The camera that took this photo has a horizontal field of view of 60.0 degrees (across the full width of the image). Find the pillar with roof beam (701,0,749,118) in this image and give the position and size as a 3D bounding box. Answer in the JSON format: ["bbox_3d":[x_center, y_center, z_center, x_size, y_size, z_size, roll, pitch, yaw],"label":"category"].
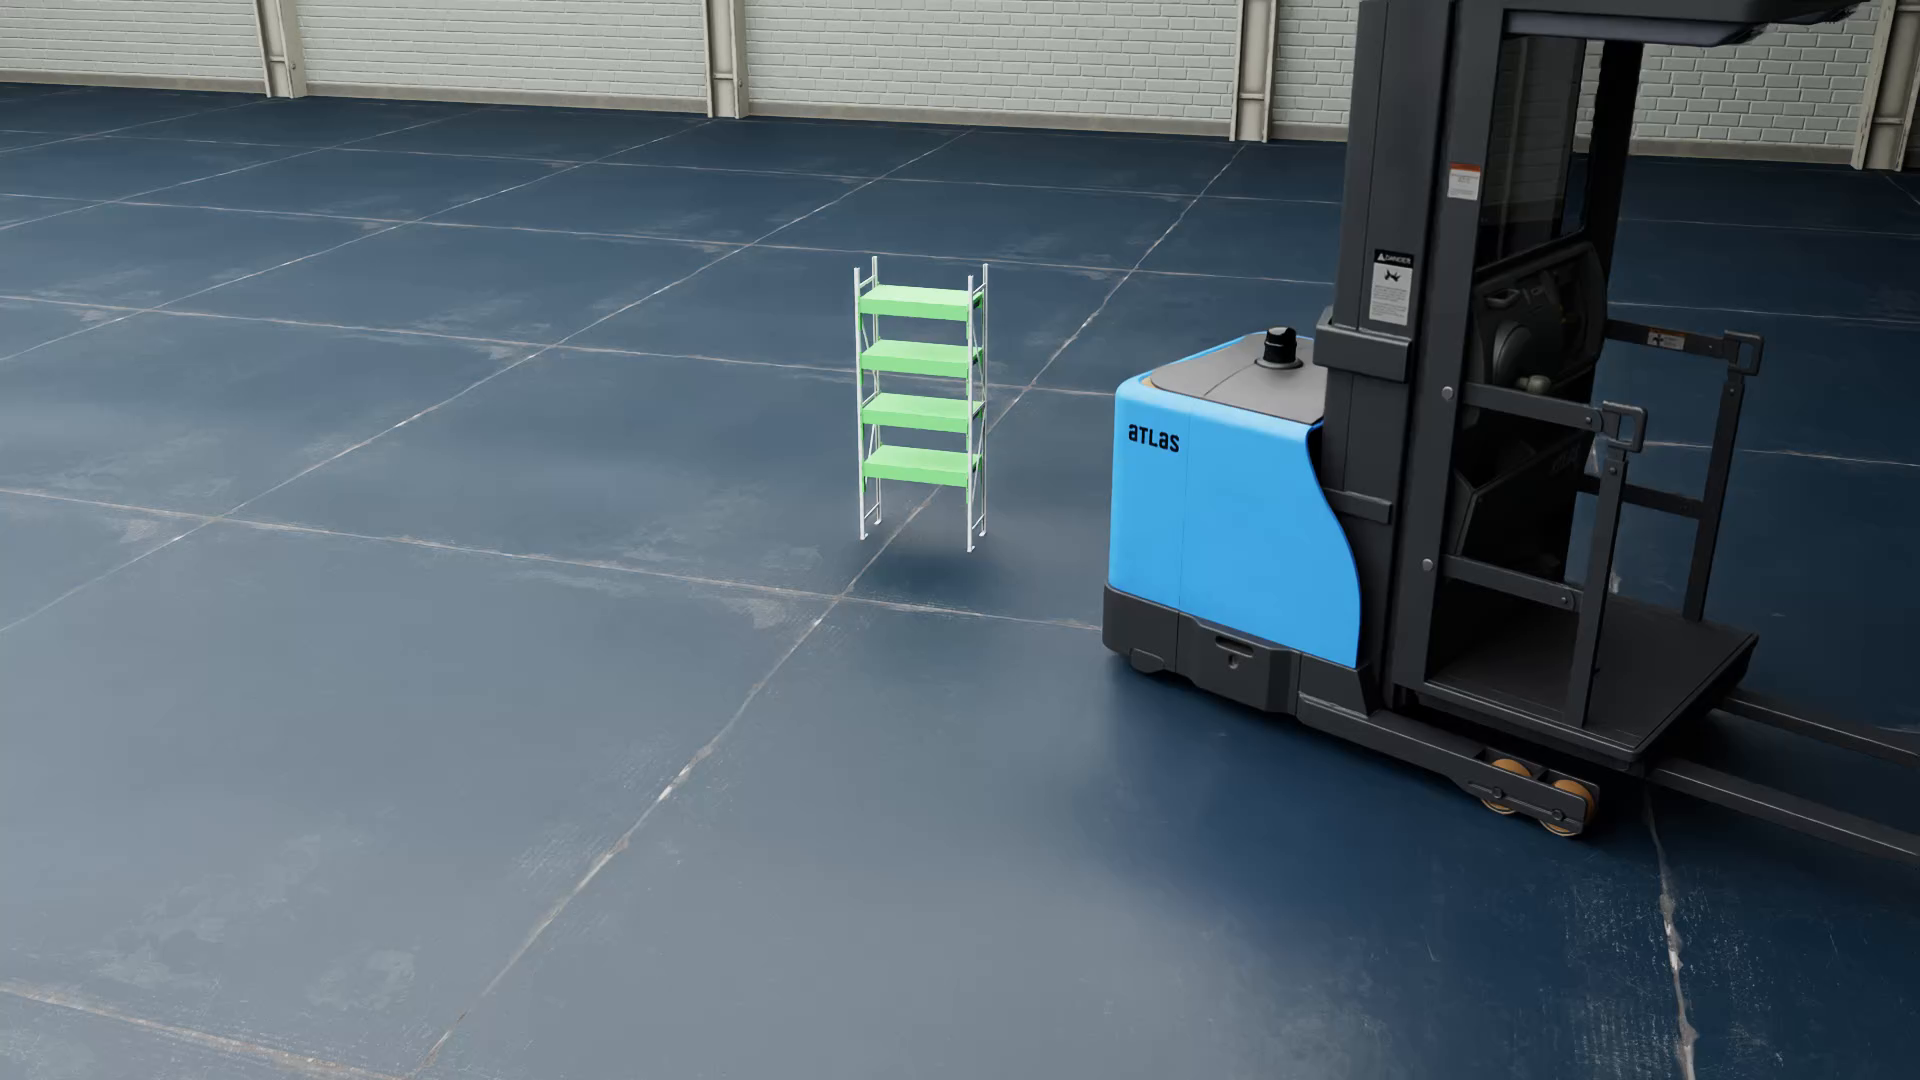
[{"bbox_3d":[-3.914,-7.502,13.701,0.400,9.000,9.100,7,23,16],"label":"pillar with roof beam"}]

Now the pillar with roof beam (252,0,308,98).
[{"bbox_3d":[-9.658,-8.159,15.304,0.400,9.000,9.100,7,23,16],"label":"pillar with roof beam"}]

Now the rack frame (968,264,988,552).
[{"bbox_3d":[0.075,-0.547,7.021,0.015,1.200,0.240,7,23,16],"label":"rack frame"}]

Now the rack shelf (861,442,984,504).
[{"bbox_3d":[-0.158,-0.292,7.202,0.480,0.148,0.258,7,23,16],"label":"rack shelf"}]

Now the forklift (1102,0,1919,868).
[{"bbox_3d":[1.967,-0.679,5.063,3.031,2.935,1.130,18,29,38],"label":"forklift"}]

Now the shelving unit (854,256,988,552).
[{"bbox_3d":[-0.158,-0.573,7.087,0.503,1.200,0.258,7,23,16],"label":"shelving unit"}]

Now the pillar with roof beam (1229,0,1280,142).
[{"bbox_3d":[1.830,-6.844,12.097,0.400,9.000,9.100,7,23,16],"label":"pillar with roof beam"}]

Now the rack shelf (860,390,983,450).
[{"bbox_3d":[-0.158,-0.514,7.111,0.480,0.148,0.258,7,23,16],"label":"rack shelf"}]

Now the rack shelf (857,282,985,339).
[{"bbox_3d":[-0.158,-0.958,6.929,0.480,0.148,0.258,7,23,16],"label":"rack shelf"}]

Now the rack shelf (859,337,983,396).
[{"bbox_3d":[-0.158,-0.736,7.020,0.480,0.148,0.258,7,23,16],"label":"rack shelf"}]

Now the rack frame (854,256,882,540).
[{"bbox_3d":[-0.392,-0.600,7.152,0.015,1.200,0.240,7,23,16],"label":"rack frame"}]

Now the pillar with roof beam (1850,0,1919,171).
[{"bbox_3d":[7.574,-6.186,10.494,0.400,9.000,9.100,7,23,16],"label":"pillar with roof beam"}]
